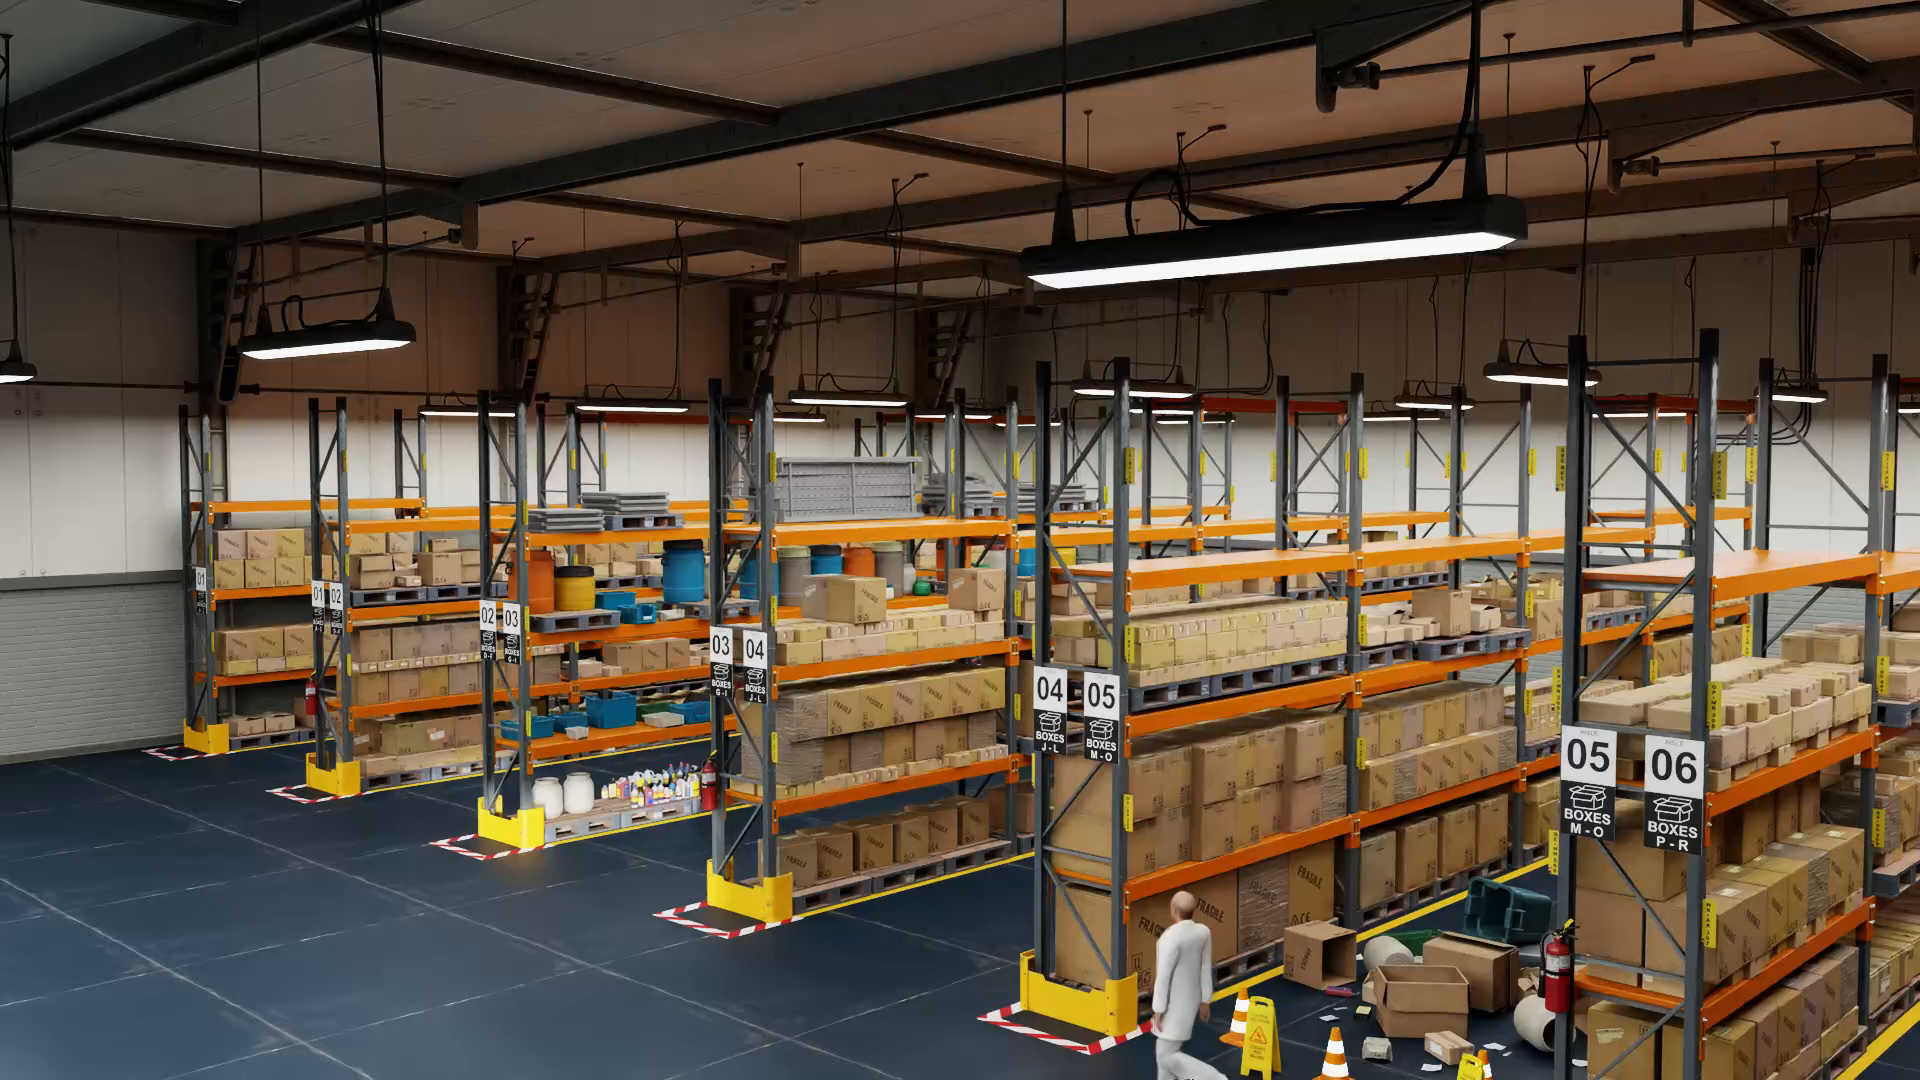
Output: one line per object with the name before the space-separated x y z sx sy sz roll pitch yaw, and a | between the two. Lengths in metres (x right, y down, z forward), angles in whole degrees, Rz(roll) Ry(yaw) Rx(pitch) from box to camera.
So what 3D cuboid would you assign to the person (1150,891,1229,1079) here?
person | 1.736 3.595 12.868 0.802 1.762 0.554 1 3 20
